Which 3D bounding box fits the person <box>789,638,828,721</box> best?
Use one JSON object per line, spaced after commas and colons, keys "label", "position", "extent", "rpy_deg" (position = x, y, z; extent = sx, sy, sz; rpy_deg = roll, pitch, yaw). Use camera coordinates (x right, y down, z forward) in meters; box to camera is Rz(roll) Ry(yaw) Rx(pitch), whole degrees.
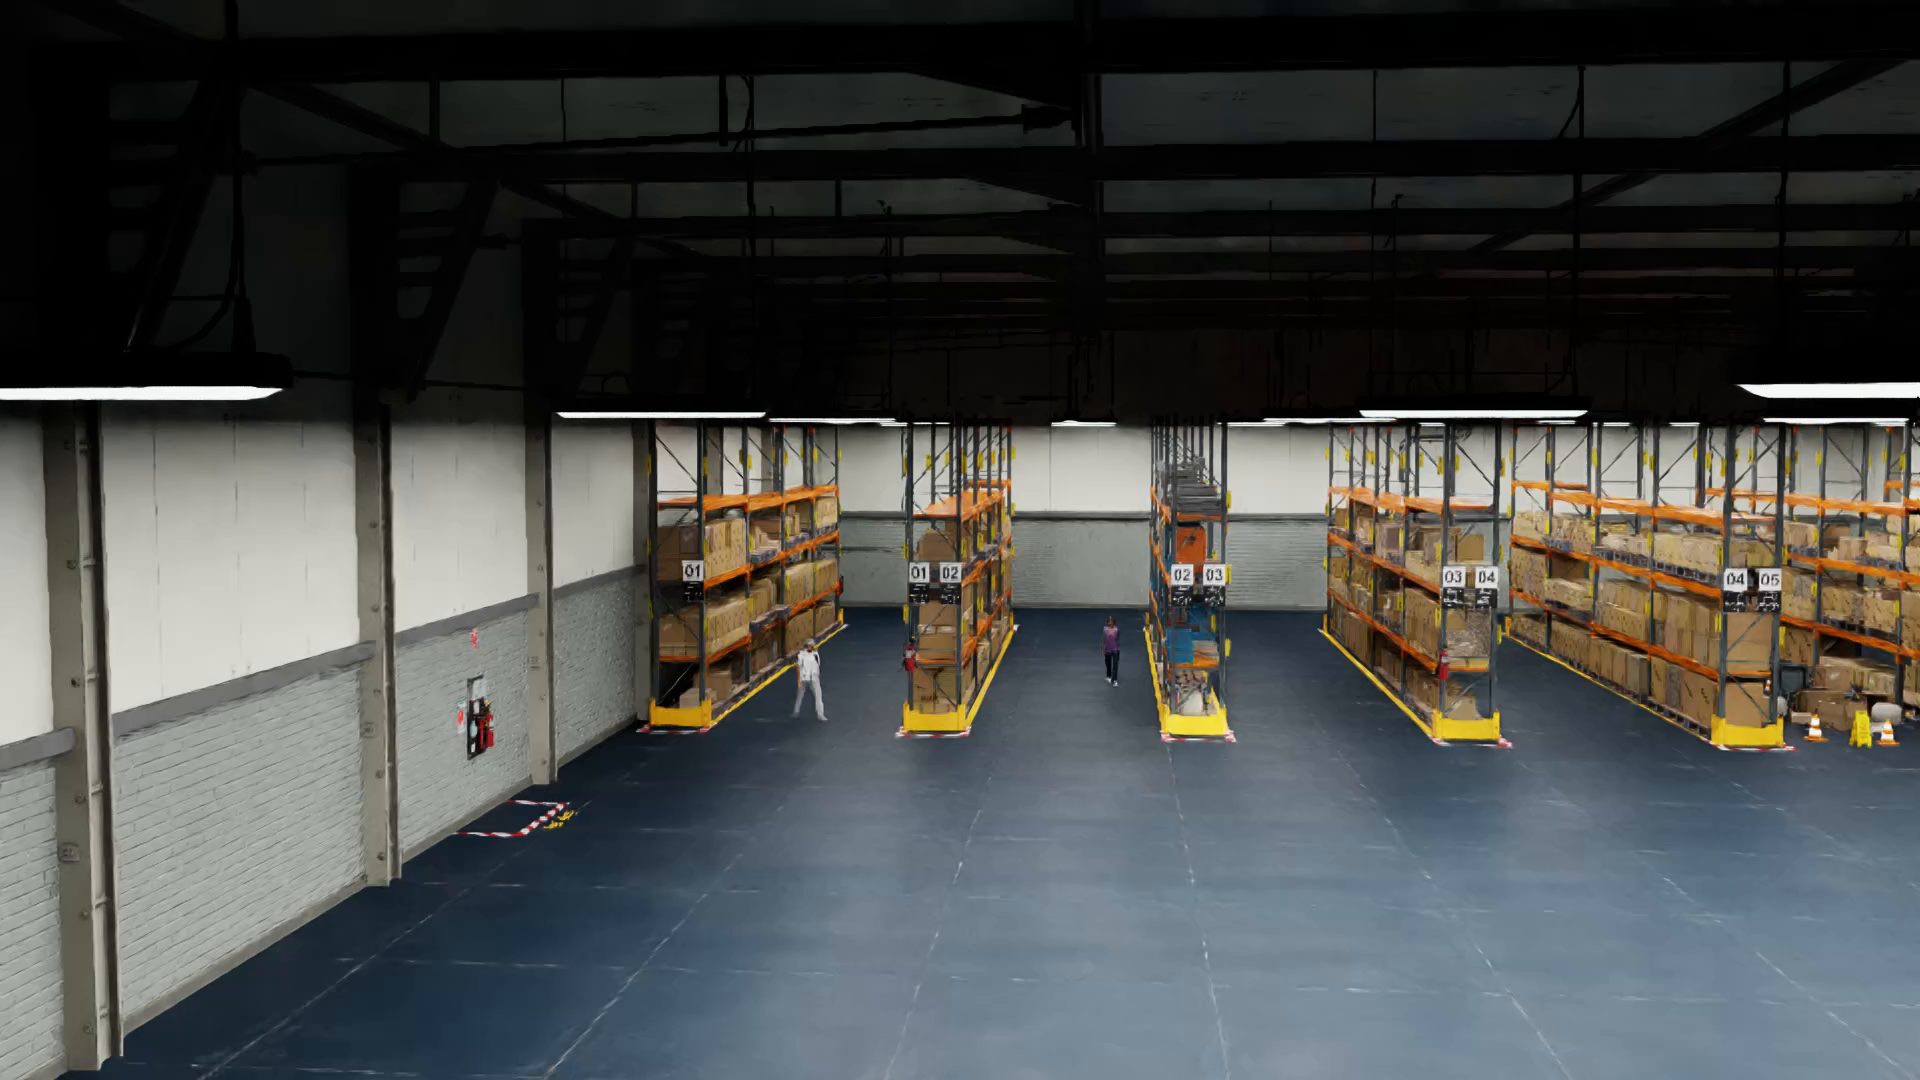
{"label": "person", "position": [-2.981, 2.718, 32.505], "extent": [0.587, 1.626, 0.918], "rpy_deg": [-2, 4, -22]}

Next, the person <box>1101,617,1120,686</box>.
{"label": "person", "position": [3.365, 2.452, 37.127], "extent": [0.417, 1.517, 1.037], "rpy_deg": [1, 4, 8]}
